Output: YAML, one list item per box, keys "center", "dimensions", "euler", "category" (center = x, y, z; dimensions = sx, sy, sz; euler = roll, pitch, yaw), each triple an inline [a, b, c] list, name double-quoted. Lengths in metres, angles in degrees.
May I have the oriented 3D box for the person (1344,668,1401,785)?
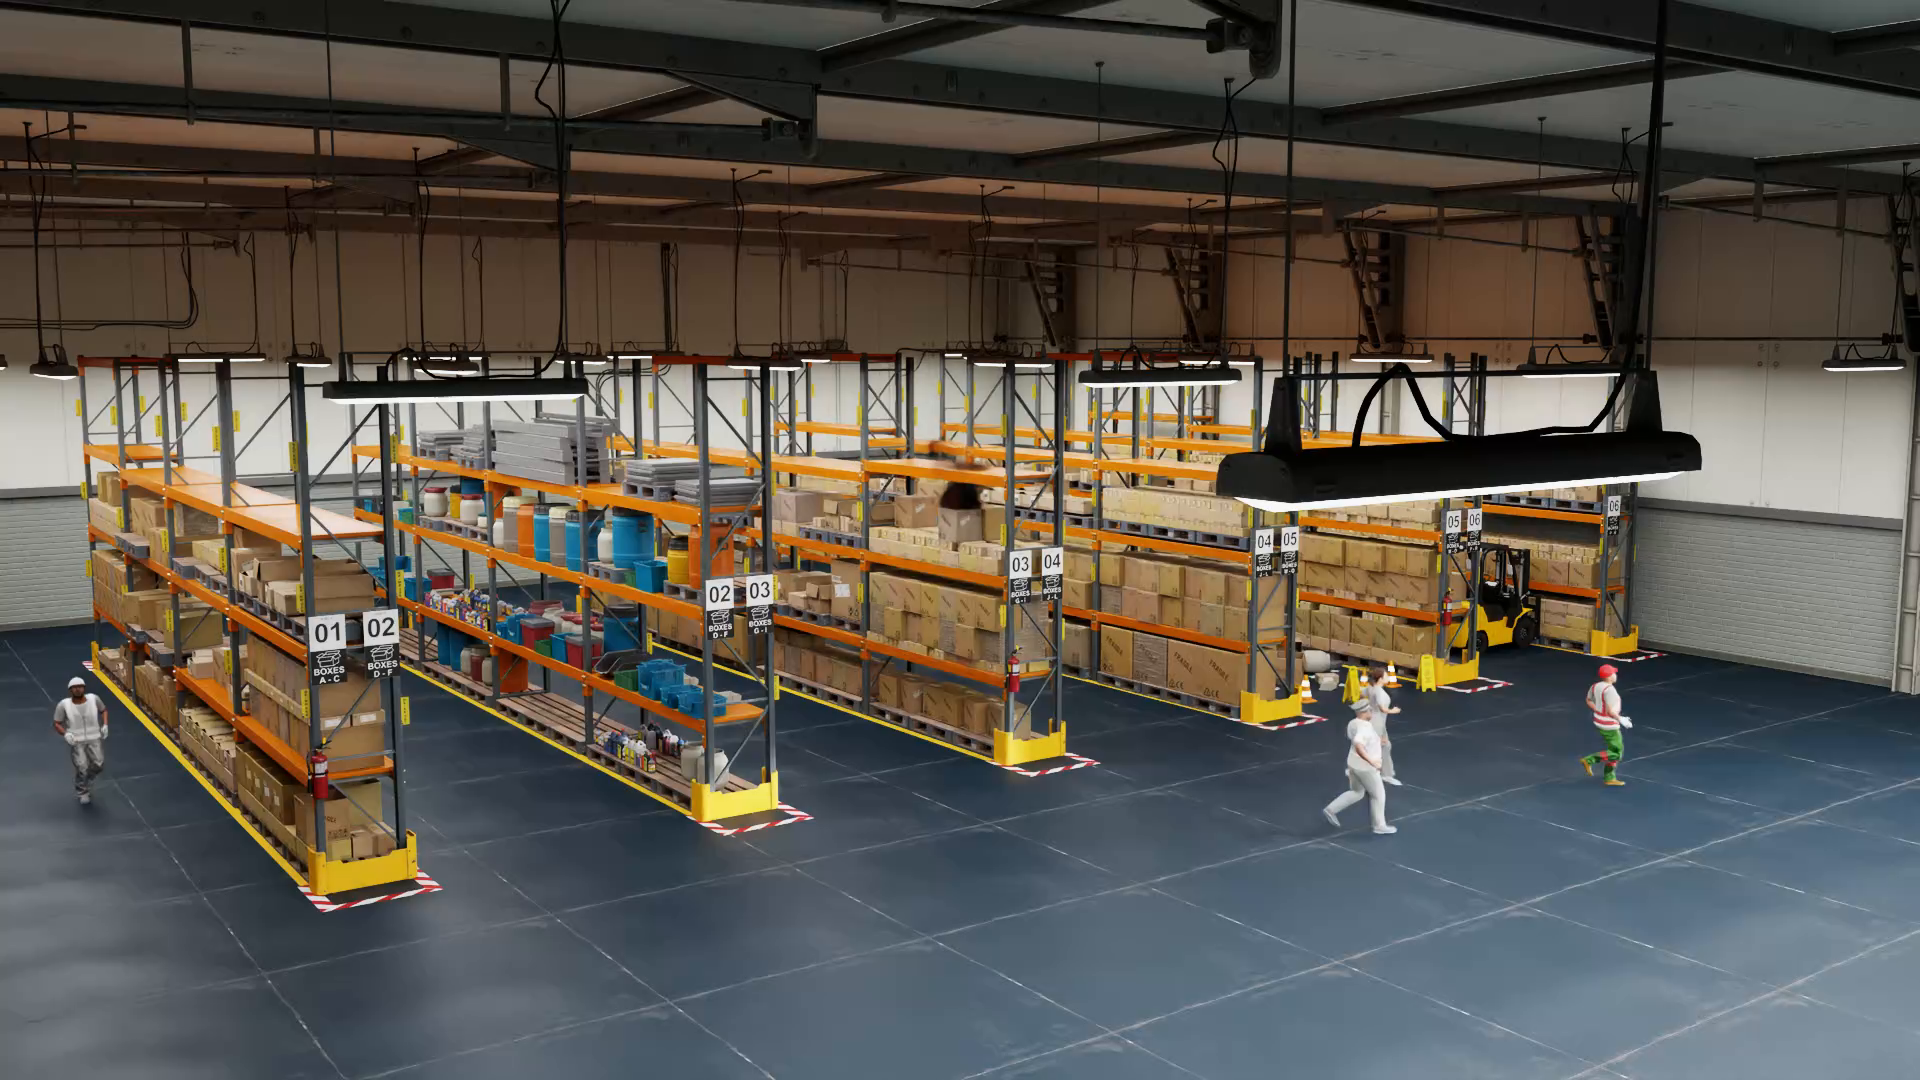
- center: [5.873, 2.653, 23.569]
  dimensions: [0.832, 1.705, 0.581]
  euler: [0, 7, 1]
  category: "person"

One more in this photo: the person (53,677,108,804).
- center: [-11.935, 2.730, 22.655]
  dimensions: [0.689, 1.739, 0.530]
  euler: [-6, 9, -40]
  category: "person"

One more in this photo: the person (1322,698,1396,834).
- center: [5.129, 2.881, 21.190]
  dimensions: [0.953, 1.755, 0.660]
  euler: [-1, 7, -11]
  category: "person"

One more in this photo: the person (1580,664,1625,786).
- center: [9.103, 2.622, 23.533]
  dimensions: [0.704, 1.749, 0.656]
  euler: [-1, 7, -4]
  category: "person"
